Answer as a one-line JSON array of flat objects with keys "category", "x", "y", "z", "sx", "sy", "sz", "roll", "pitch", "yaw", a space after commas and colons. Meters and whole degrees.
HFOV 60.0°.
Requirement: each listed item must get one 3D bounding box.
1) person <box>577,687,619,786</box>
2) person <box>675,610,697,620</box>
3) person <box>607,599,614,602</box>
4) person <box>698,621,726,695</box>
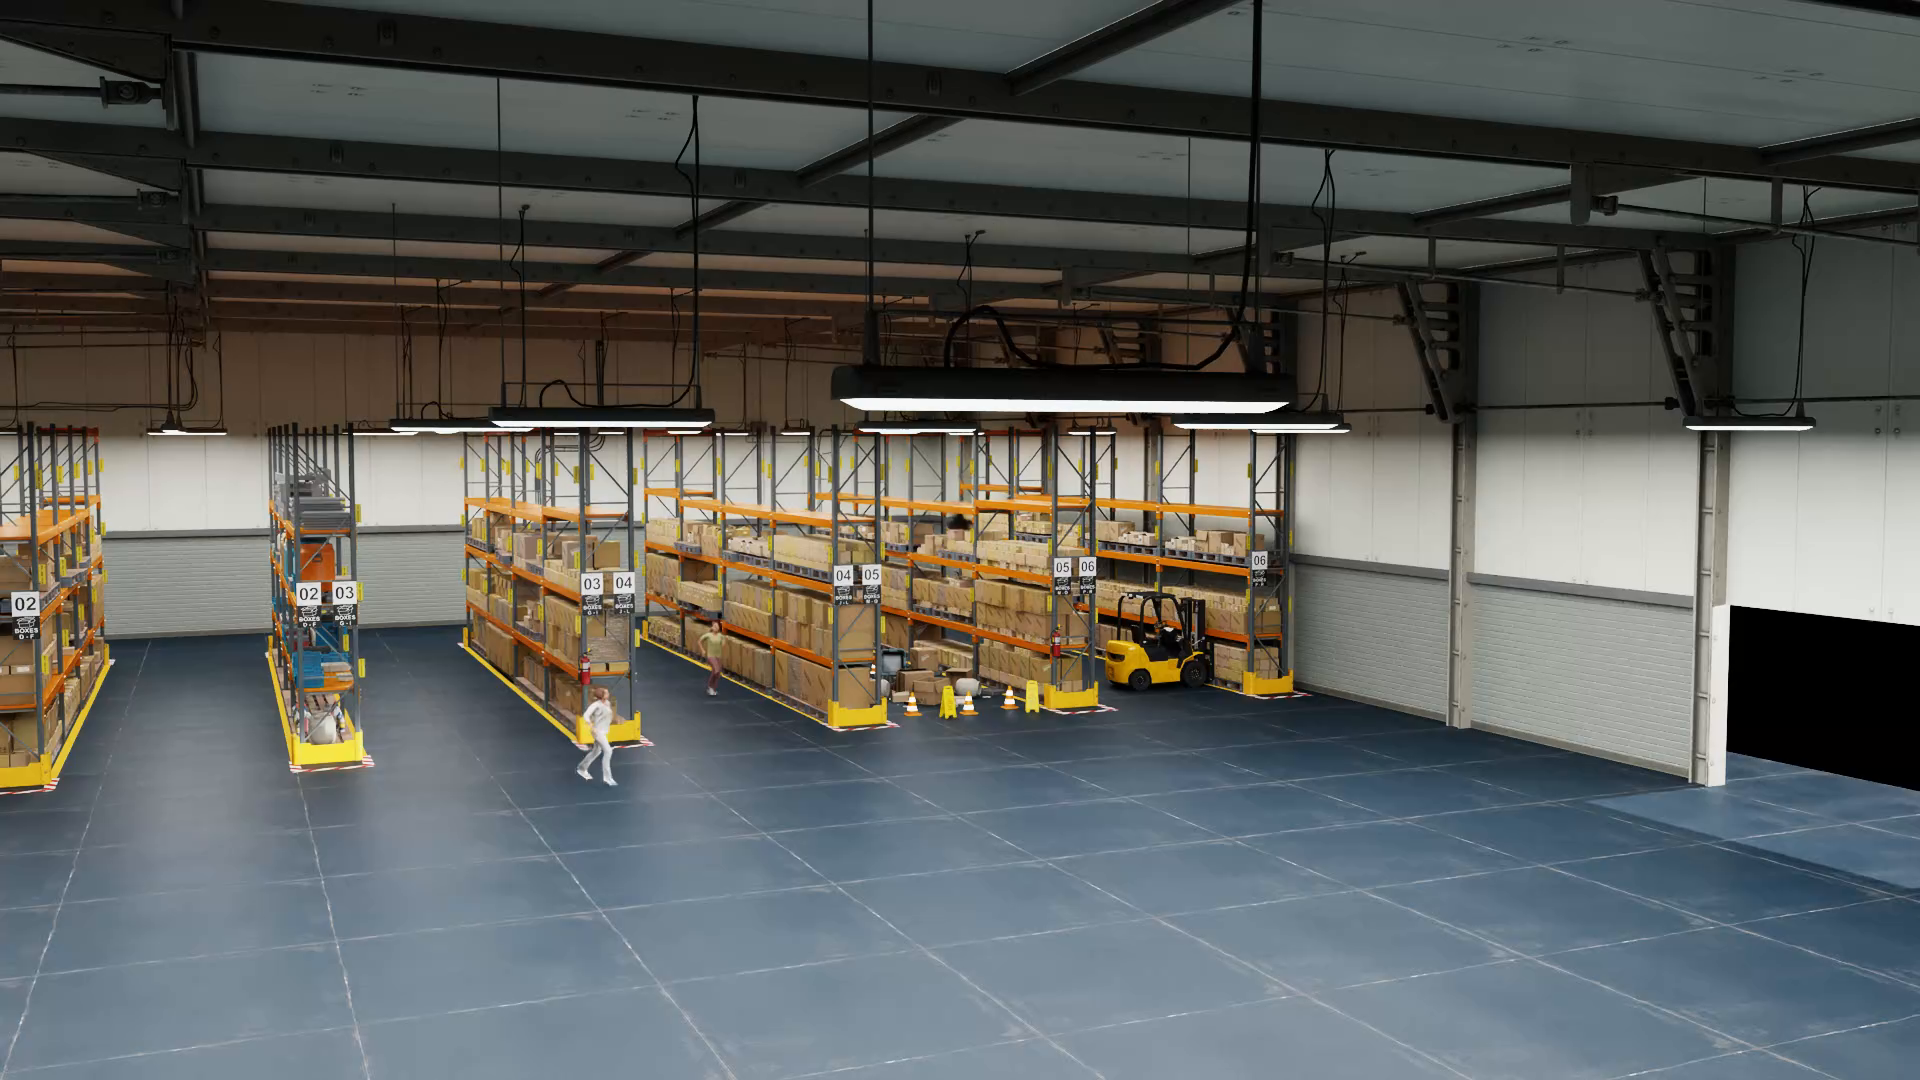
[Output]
[{"category": "person", "x": -6.010, "y": 3.235, "z": 27.556, "sx": 0.736, "sy": 1.628, "sz": 0.533, "roll": 1, "pitch": 4, "yaw": 9}, {"category": "person", "x": -8.171, "y": 1.872, "z": 49.383, "sx": 0.874, "sy": 1.703, "sz": 0.549, "roll": -1, "pitch": 4, "yaw": -22}, {"category": "person", "x": -9.448, "y": 2.080, "z": 45.453, "sx": 0.699, "sy": 1.750, "sz": 0.591, "roll": -1, "pitch": 4, "yaw": -19}, {"category": "person", "x": -5.443, "y": 2.625, "z": 36.945, "sx": 0.565, "sy": 1.639, "sz": 0.599, "roll": -3, "pitch": 4, "yaw": -39}]
